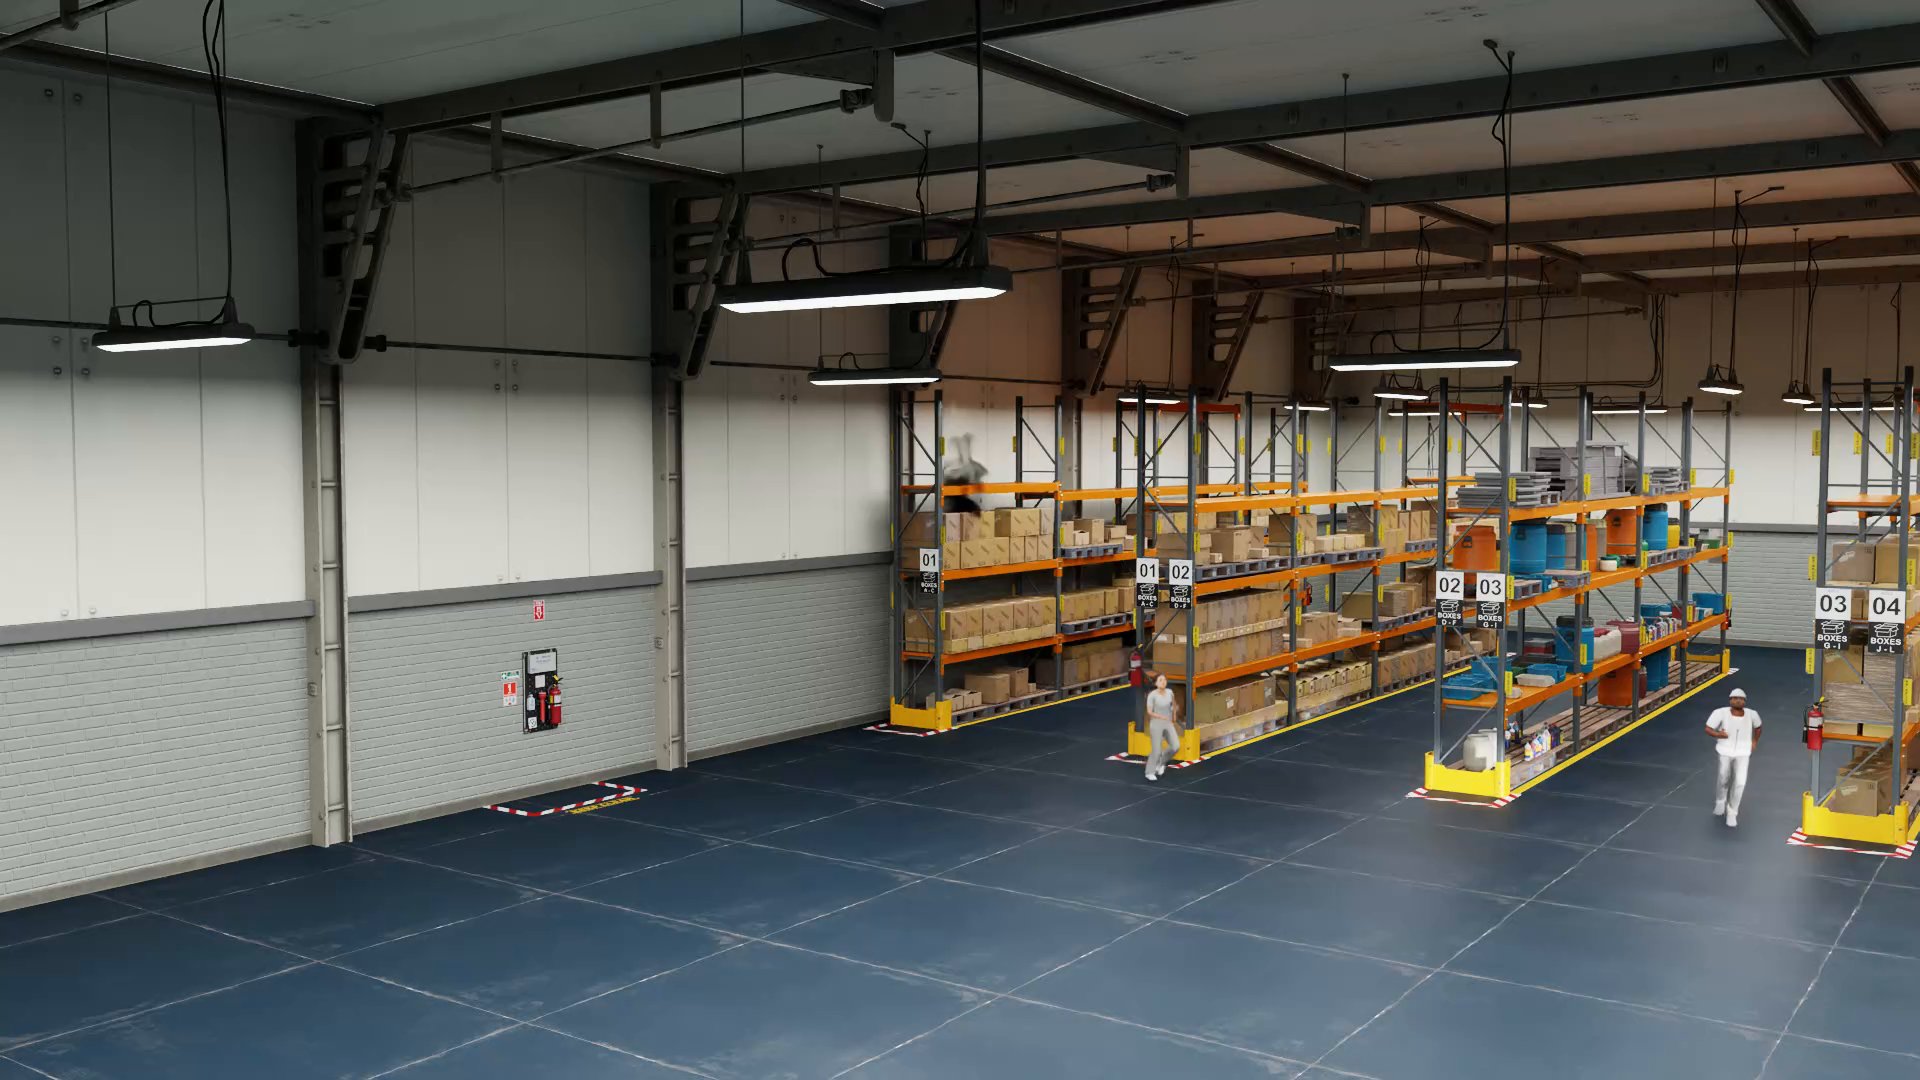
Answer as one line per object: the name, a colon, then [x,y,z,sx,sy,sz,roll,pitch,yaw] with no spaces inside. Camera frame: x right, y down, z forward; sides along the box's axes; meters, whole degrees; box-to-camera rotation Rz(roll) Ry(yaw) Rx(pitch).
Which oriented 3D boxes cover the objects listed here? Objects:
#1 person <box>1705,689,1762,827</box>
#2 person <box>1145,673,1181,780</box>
person: [10.305,2.882,22.169,0.711,1.836,0.749,1,3,20]
person: [3.012,2.775,24.627,0.595,1.625,0.717,-1,3,-23]
